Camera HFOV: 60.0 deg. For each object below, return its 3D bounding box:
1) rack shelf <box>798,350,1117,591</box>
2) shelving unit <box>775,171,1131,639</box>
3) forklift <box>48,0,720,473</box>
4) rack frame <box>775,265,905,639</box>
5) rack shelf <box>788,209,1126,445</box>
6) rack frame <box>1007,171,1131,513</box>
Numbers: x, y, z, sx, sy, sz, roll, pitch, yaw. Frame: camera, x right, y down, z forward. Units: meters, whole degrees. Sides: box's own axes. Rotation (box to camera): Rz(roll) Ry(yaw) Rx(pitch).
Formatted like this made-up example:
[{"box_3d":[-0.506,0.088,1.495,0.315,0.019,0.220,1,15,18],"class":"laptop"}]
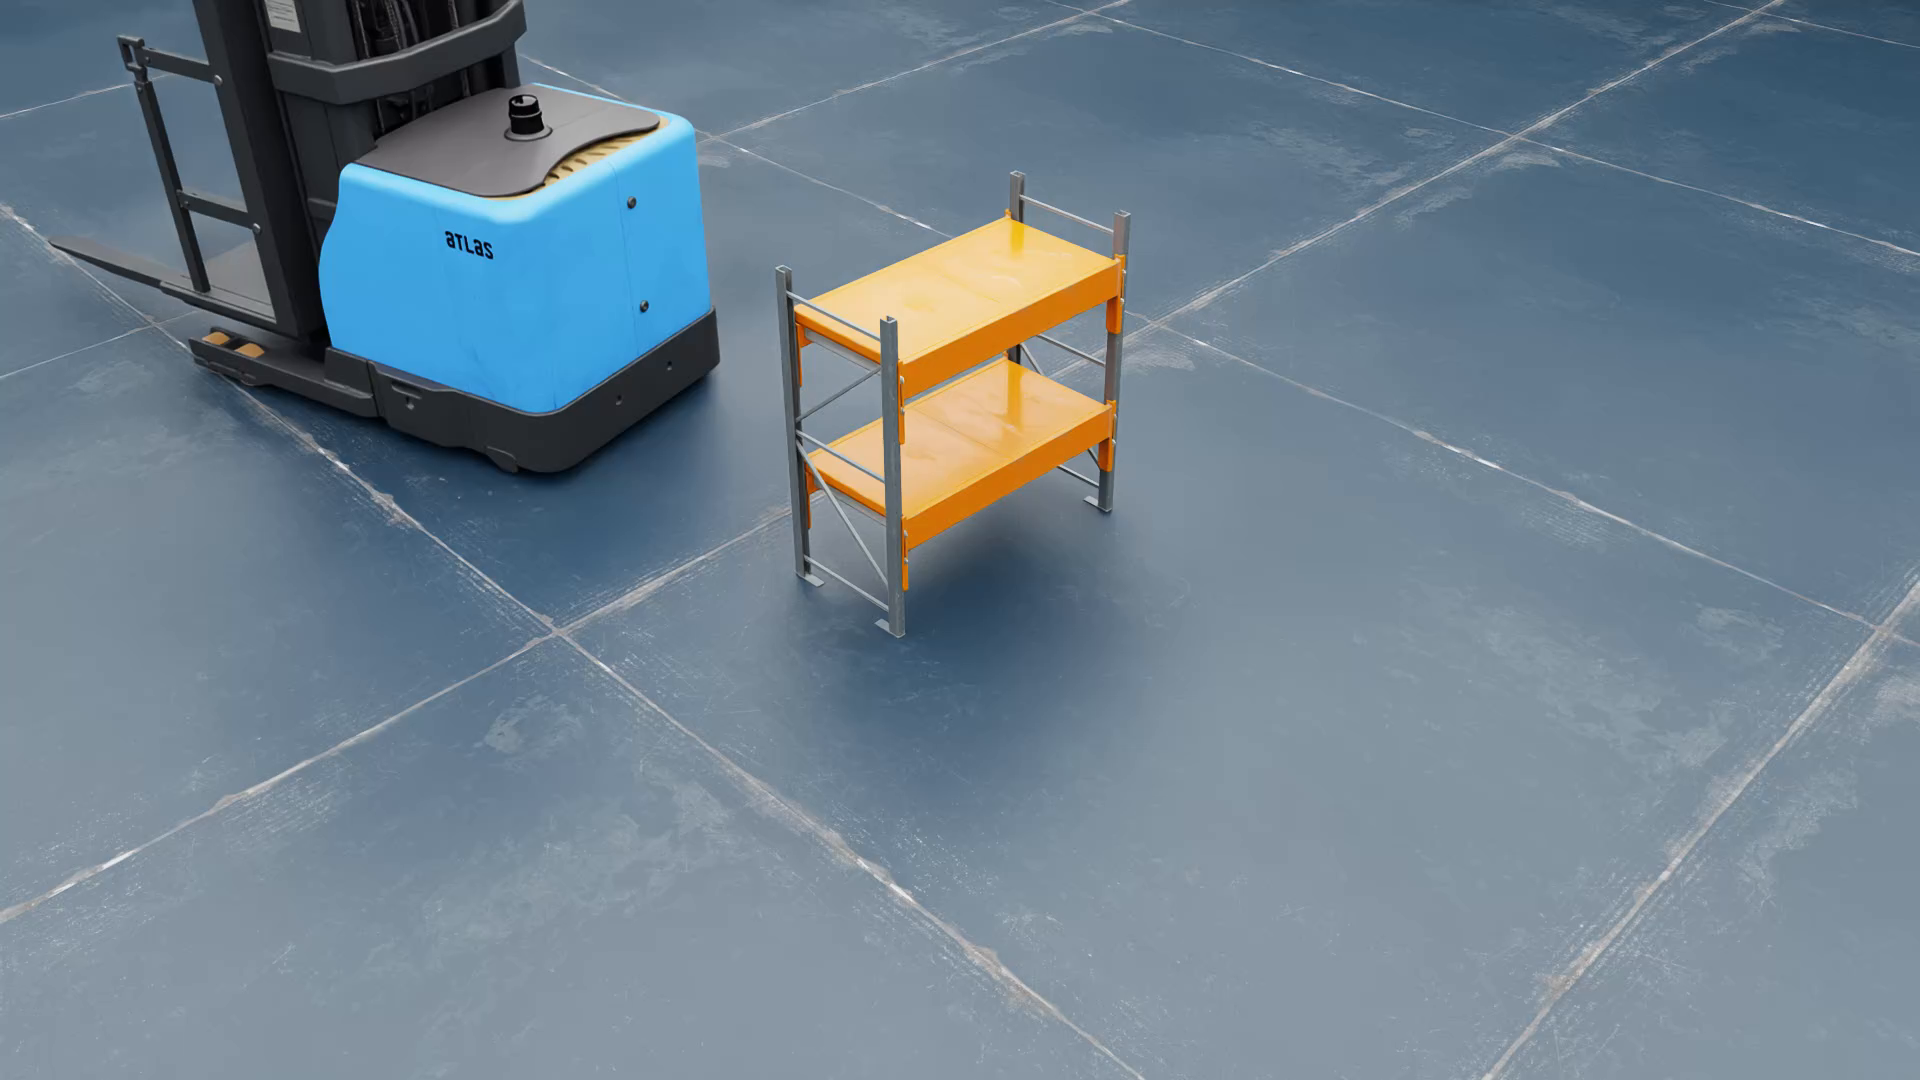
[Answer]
[{"box_3d":[-0.005,-0.258,5.564,0.538,0.278,1.000,30,45,35],"class":"rack shelf"},{"box_3d":[-0.005,-0.459,5.424,0.538,1.125,1.048,30,45,35],"class":"shelving unit"},{"box_3d":[-2.494,-2.055,6.135,3.031,2.935,1.130,18,39,24],"class":"forklift"},{"box_3d":[-0.363,-0.252,5.128,0.500,1.125,0.032,30,45,35],"class":"rack frame"},{"box_3d":[-0.005,-0.699,5.257,0.538,0.278,1.000,30,45,35],"class":"rack shelf"},{"box_3d":[0.353,-0.665,5.720,0.500,1.125,0.032,30,45,35],"class":"rack frame"}]
